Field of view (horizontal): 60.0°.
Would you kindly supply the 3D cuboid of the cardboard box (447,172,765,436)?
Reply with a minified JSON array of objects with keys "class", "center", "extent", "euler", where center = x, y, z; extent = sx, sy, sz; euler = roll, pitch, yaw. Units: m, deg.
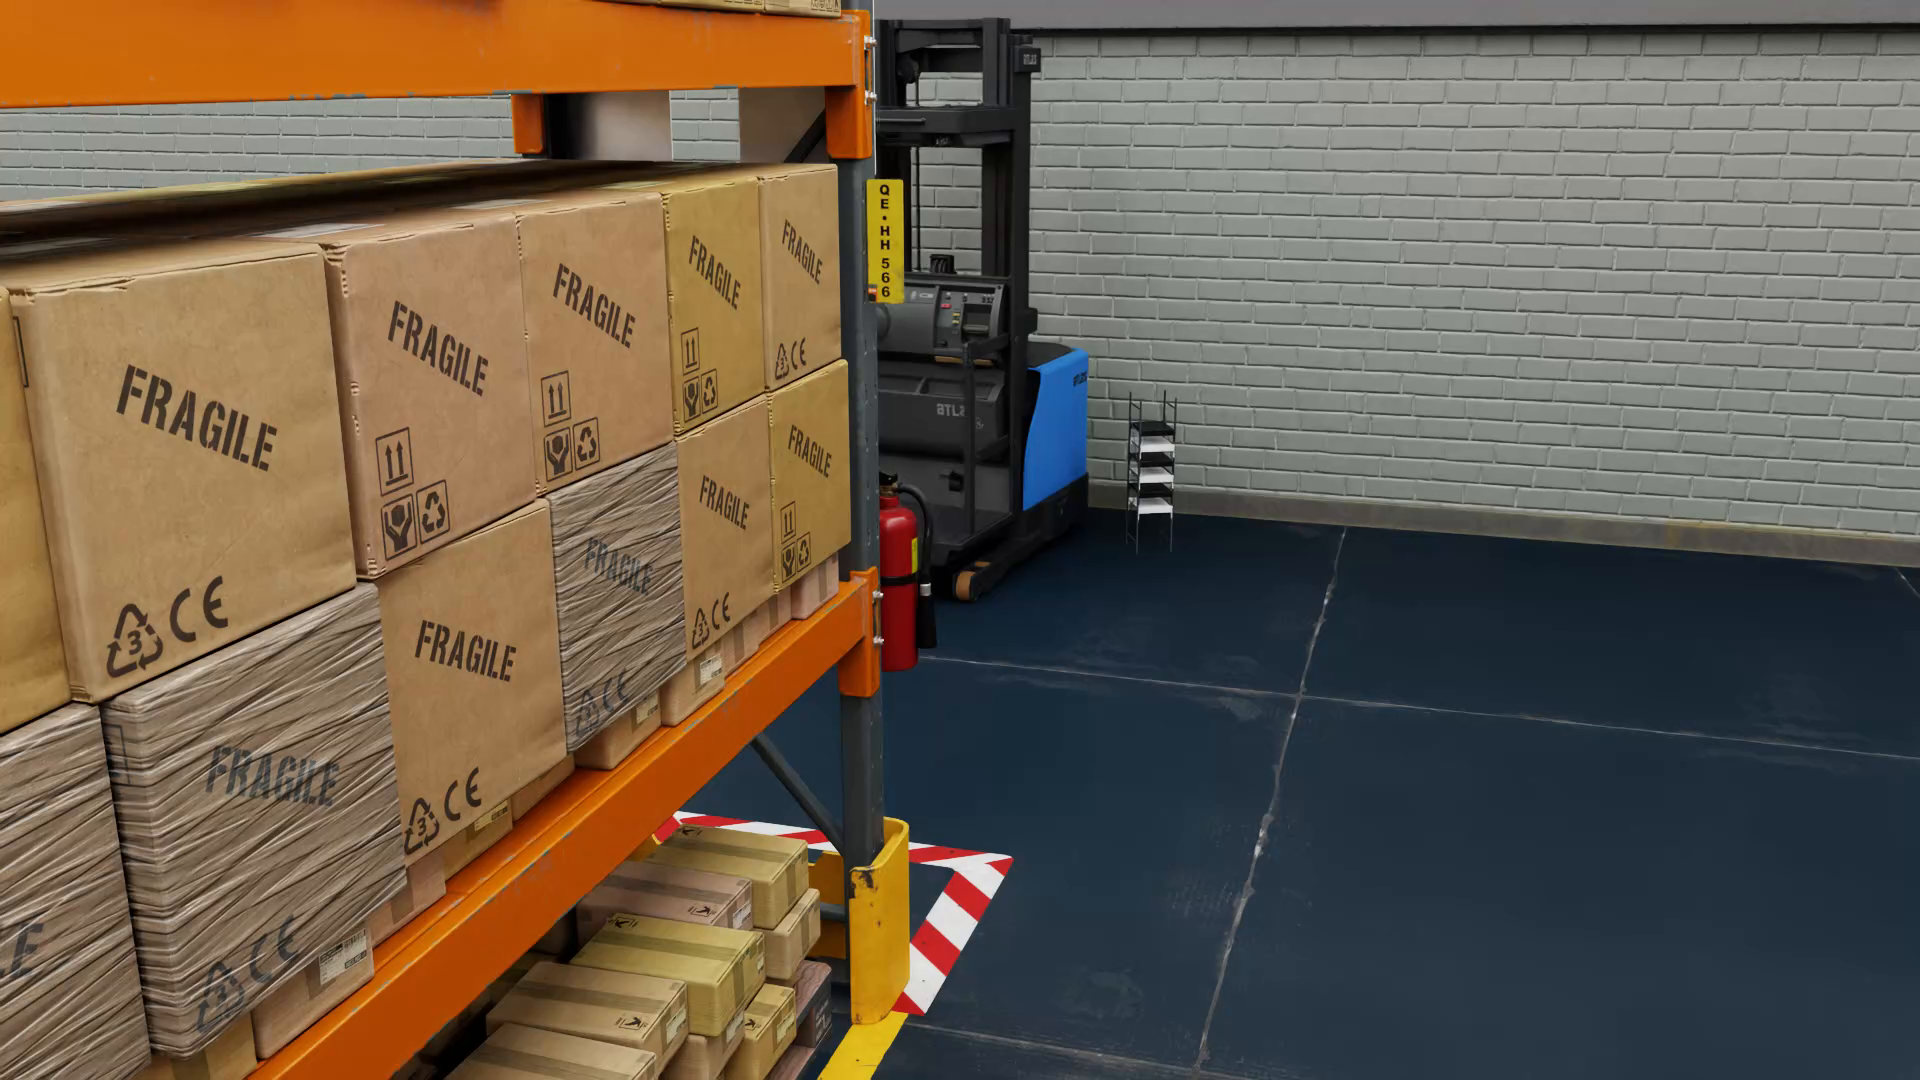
[{"class":"cardboard box","center":[-0.760,-0.536,3.661],"extent":[0.500,0.500,0.500],"euler":[4,16,14]}]

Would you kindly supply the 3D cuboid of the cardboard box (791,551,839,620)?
[{"class":"cardboard box","center":[-0.546,0.093,4.466],"extent":[0.380,0.149,0.250],"euler":[5,16,16]}]

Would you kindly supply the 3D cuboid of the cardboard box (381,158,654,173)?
[{"class":"cardboard box","center":[-1.107,-0.711,4.277],"extent":[0.500,0.500,0.500],"euler":[5,16,16]}]

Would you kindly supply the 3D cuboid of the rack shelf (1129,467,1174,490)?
[{"class":"rack shelf","center":[1.096,-0.360,9.571],"extent":[0.200,0.077,0.258],"euler":[-3,16,-9]}]

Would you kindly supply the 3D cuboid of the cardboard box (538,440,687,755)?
[{"class":"cardboard box","center":[-0.892,0.079,3.326],"extent":[0.500,0.500,0.500],"euler":[5,16,16]}]

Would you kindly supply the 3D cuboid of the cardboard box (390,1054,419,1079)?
[{"class":"cardboard box","center":[-1.436,1.139,3.680],"extent":[0.380,0.149,0.250],"euler":[5,17,18]}]

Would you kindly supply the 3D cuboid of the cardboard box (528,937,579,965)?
[{"class":"cardboard box","center":[-1.252,1.076,4.450],"extent":[0.380,0.149,0.250],"euler":[5,16,16]}]

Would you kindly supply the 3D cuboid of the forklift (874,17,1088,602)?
[{"class":"forklift","center":[-0.291,-1.219,8.757],"extent":[1.130,2.935,3.031],"euler":[7,17,24]}]

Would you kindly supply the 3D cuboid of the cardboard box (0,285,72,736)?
[{"class":"cardboard box","center":[-1.367,0.003,1.761],"extent":[0.500,0.500,0.500],"euler":[4,16,14]}]

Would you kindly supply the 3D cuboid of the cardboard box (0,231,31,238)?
[{"class":"cardboard box","center":[-1.686,-0.173,2.383],"extent":[0.500,0.500,0.500],"euler":[5,17,17]}]

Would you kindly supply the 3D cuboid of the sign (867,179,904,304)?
[{"class":"sign","center":[-0.198,-0.796,4.438],"extent":[0.100,0.325,0.005],"euler":[5,16,16]}]

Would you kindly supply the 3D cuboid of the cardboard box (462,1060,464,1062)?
[{"class":"cardboard box","center":[-1.418,1.345,4.045],"extent":[0.380,0.149,0.250],"euler":[5,17,17]}]

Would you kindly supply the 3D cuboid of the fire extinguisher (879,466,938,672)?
[{"class":"fire extinguisher","center":[-0.211,0.051,4.977],"extent":[0.296,0.674,0.183],"euler":[5,16,16]}]

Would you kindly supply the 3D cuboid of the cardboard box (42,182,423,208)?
[{"class":"cardboard box","center":[-1.413,-0.444,3.336],"extent":[0.500,0.500,0.500],"euler":[4,16,15]}]

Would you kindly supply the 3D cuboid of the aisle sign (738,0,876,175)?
[{"class":"aisle sign","center":[-0.416,-1.382,4.440],"extent":[0.394,0.787,0.004],"euler":[5,16,16]}]

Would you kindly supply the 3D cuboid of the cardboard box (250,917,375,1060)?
[{"class":"cardboard box","center":[-1.140,0.635,2.554],"extent":[0.380,0.149,0.250],"euler":[5,17,18]}]

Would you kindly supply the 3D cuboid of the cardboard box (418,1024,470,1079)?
[{"class":"cardboard box","center":[-1.413,1.205,3.993],"extent":[0.380,0.149,0.250],"euler":[5,17,18]}]

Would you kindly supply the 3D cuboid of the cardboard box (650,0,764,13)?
[{"class":"cardboard box","center":[-0.738,-1.233,3.456],"extent":[0.500,0.250,0.500],"euler":[5,16,16]}]

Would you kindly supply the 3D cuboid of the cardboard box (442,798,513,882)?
[{"class":"cardboard box","center":[-1.057,0.494,3.052],"extent":[0.380,0.149,0.250],"euler":[5,17,17]}]

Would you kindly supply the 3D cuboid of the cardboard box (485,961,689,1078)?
[{"class":"cardboard box","center":[-0.845,1.108,3.791],"extent":[0.380,0.149,0.250],"euler":[4,16,14]}]

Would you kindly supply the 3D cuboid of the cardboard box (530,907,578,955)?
[{"class":"cardboard box","center":[-1.162,0.940,4.382],"extent":[0.380,0.149,0.250],"euler":[5,17,17]}]

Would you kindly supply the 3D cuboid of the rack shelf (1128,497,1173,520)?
[{"class":"rack shelf","center":[1.096,-0.187,9.620],"extent":[0.200,0.077,0.258],"euler":[-3,16,-9]}]

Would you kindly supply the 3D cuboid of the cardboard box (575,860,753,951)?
[{"class":"cardboard box","center":[-0.759,0.967,4.286],"extent":[0.380,0.149,0.250],"euler":[5,17,17]}]

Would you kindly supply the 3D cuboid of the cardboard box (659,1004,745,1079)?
[{"class":"cardboard box","center":[-0.747,1.187,4.056],"extent":[0.380,0.149,0.250],"euler":[4,16,14]}]

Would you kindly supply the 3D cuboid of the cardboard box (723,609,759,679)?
[{"class":"cardboard box","center":[-0.710,0.222,4.011],"extent":[0.380,0.149,0.250],"euler":[4,16,15]}]

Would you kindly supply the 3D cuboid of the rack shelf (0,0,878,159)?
[{"class":"rack shelf","center":[-1.293,-0.709,2.653],"extent":[1.077,0.370,4.000],"euler":[5,16,16]}]

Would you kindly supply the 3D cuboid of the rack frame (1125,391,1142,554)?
[{"class":"rack frame","center":[0.996,-0.387,9.545],"extent":[0.006,0.900,0.240],"euler":[-3,16,-9]}]

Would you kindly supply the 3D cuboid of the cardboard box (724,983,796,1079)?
[{"class":"cardboard box","center":[-0.650,1.263,4.334],"extent":[0.380,0.149,0.250],"euler":[5,17,18]}]

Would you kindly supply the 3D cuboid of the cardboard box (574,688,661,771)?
[{"class":"cardboard box","center":[-0.863,0.357,3.534],"extent":[0.380,0.149,0.250],"euler":[4,16,13]}]

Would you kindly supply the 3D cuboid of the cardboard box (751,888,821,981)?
[{"class":"cardboard box","center":[-0.601,1.051,4.536],"extent":[0.380,0.149,0.250],"euler":[4,16,14]}]

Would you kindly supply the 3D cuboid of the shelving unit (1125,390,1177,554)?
[{"class":"shelving unit","center":[1.096,-0.392,9.562],"extent":[0.210,0.900,0.258],"euler":[-3,16,-9]}]

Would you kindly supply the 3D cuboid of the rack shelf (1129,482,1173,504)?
[{"class":"rack shelf","center":[1.096,-0.273,9.595],"extent":[0.200,0.077,0.258],"euler":[-3,16,-9]}]

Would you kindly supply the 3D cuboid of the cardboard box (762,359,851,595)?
[{"class":"cardboard box","center":[-0.606,-0.189,4.270],"extent":[0.500,0.500,0.500],"euler":[5,17,17]}]

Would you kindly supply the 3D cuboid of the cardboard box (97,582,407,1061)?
[{"class":"cardboard box","center":[-1.168,0.351,2.367],"extent":[0.500,0.500,0.500],"euler":[4,16,15]}]

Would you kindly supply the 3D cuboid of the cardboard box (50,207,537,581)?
[{"class":"cardboard box","center":[-1.047,-0.261,2.690],"extent":[0.500,0.500,0.500],"euler":[4,16,14]}]

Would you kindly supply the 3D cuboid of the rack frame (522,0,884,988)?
[{"class":"rack frame","center":[-0.725,-0.135,4.809],"extent":[1.000,3.000,0.127],"euler":[5,16,16]}]
